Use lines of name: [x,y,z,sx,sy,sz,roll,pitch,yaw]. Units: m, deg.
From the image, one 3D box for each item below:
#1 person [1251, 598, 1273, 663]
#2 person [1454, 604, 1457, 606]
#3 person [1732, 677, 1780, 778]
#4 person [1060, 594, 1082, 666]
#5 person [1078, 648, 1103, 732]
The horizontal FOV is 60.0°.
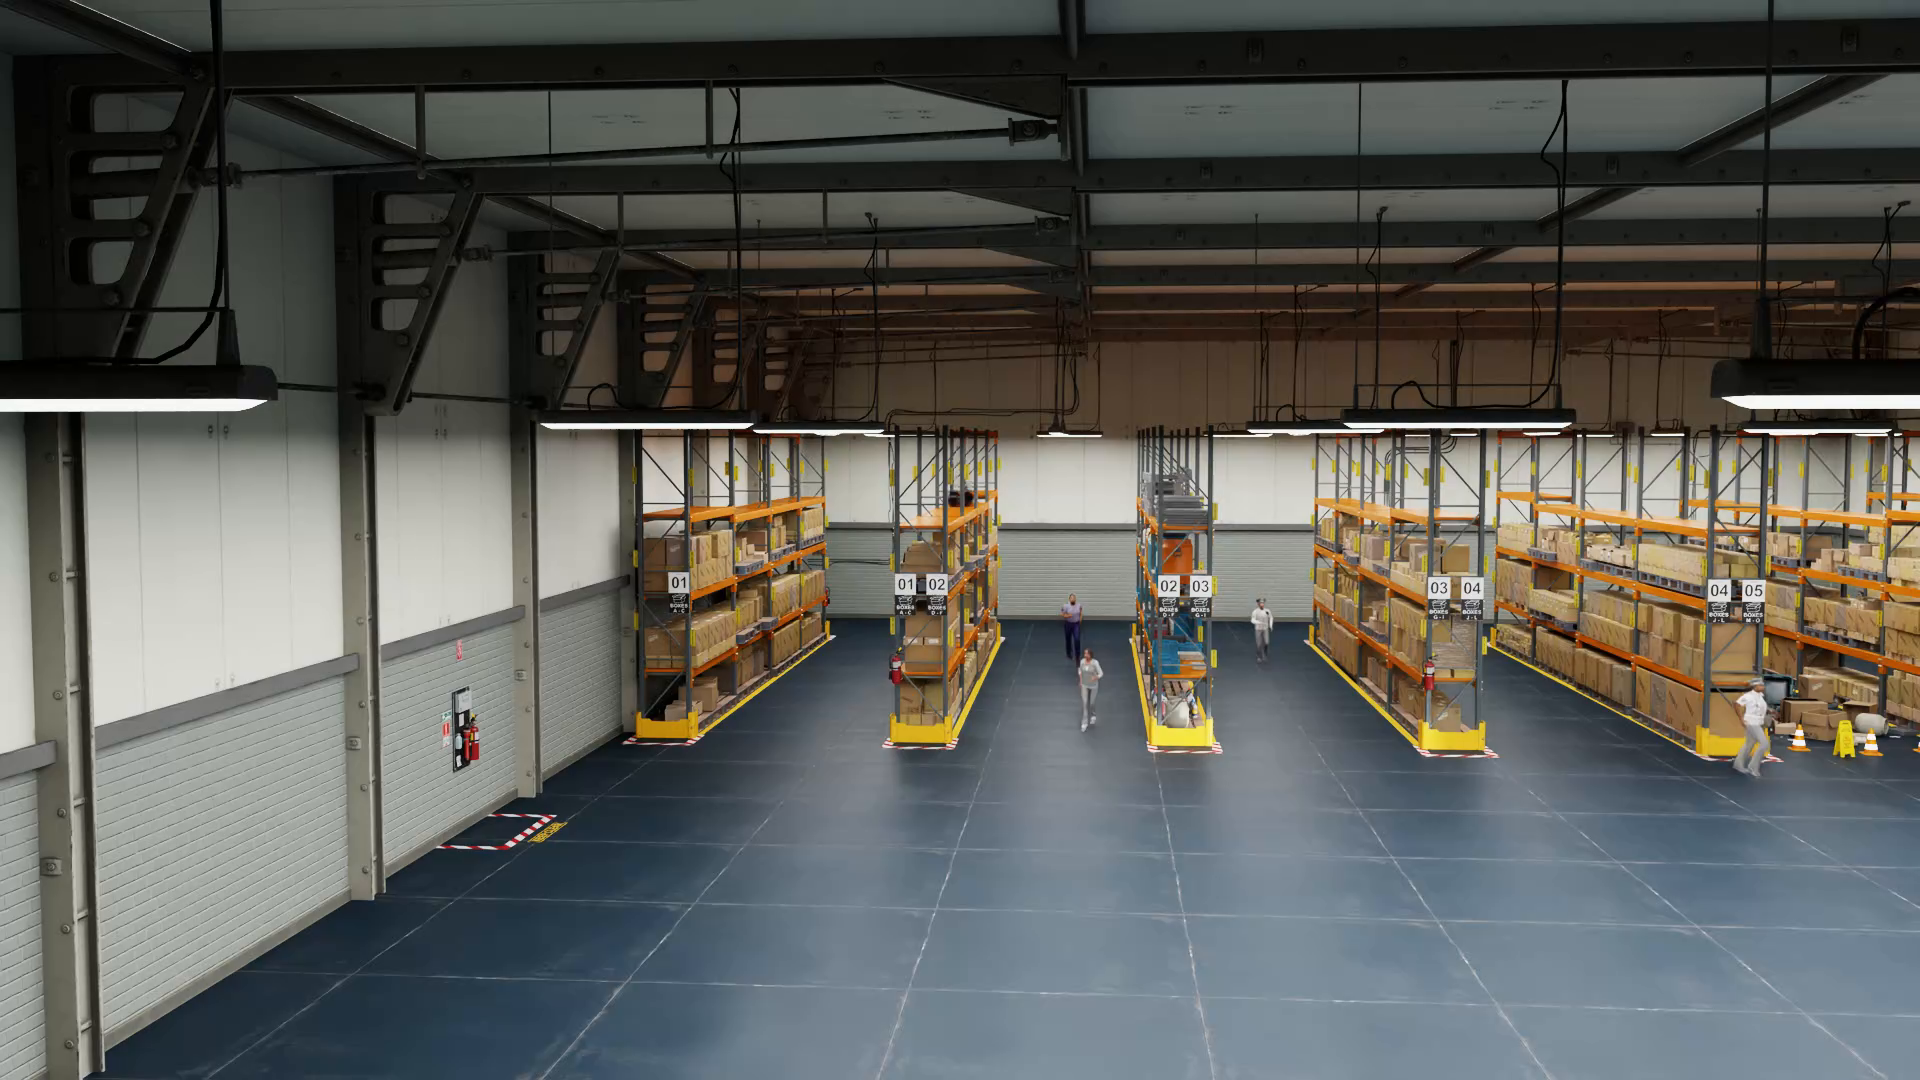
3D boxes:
person: [7.759,2.314,42.627,0.583,1.662,0.651,0,3,3]
person: [12.512,2.263,42.604,0.629,1.817,0.912,1,3,9]
person: [13.541,3.182,28.298,0.760,1.739,0.541,3,5,43]
person: [2.754,2.197,41.140,0.575,1.742,0.844,0,3,-1]
person: [2.586,2.949,32.975,0.524,1.614,0.750,1,4,16]
